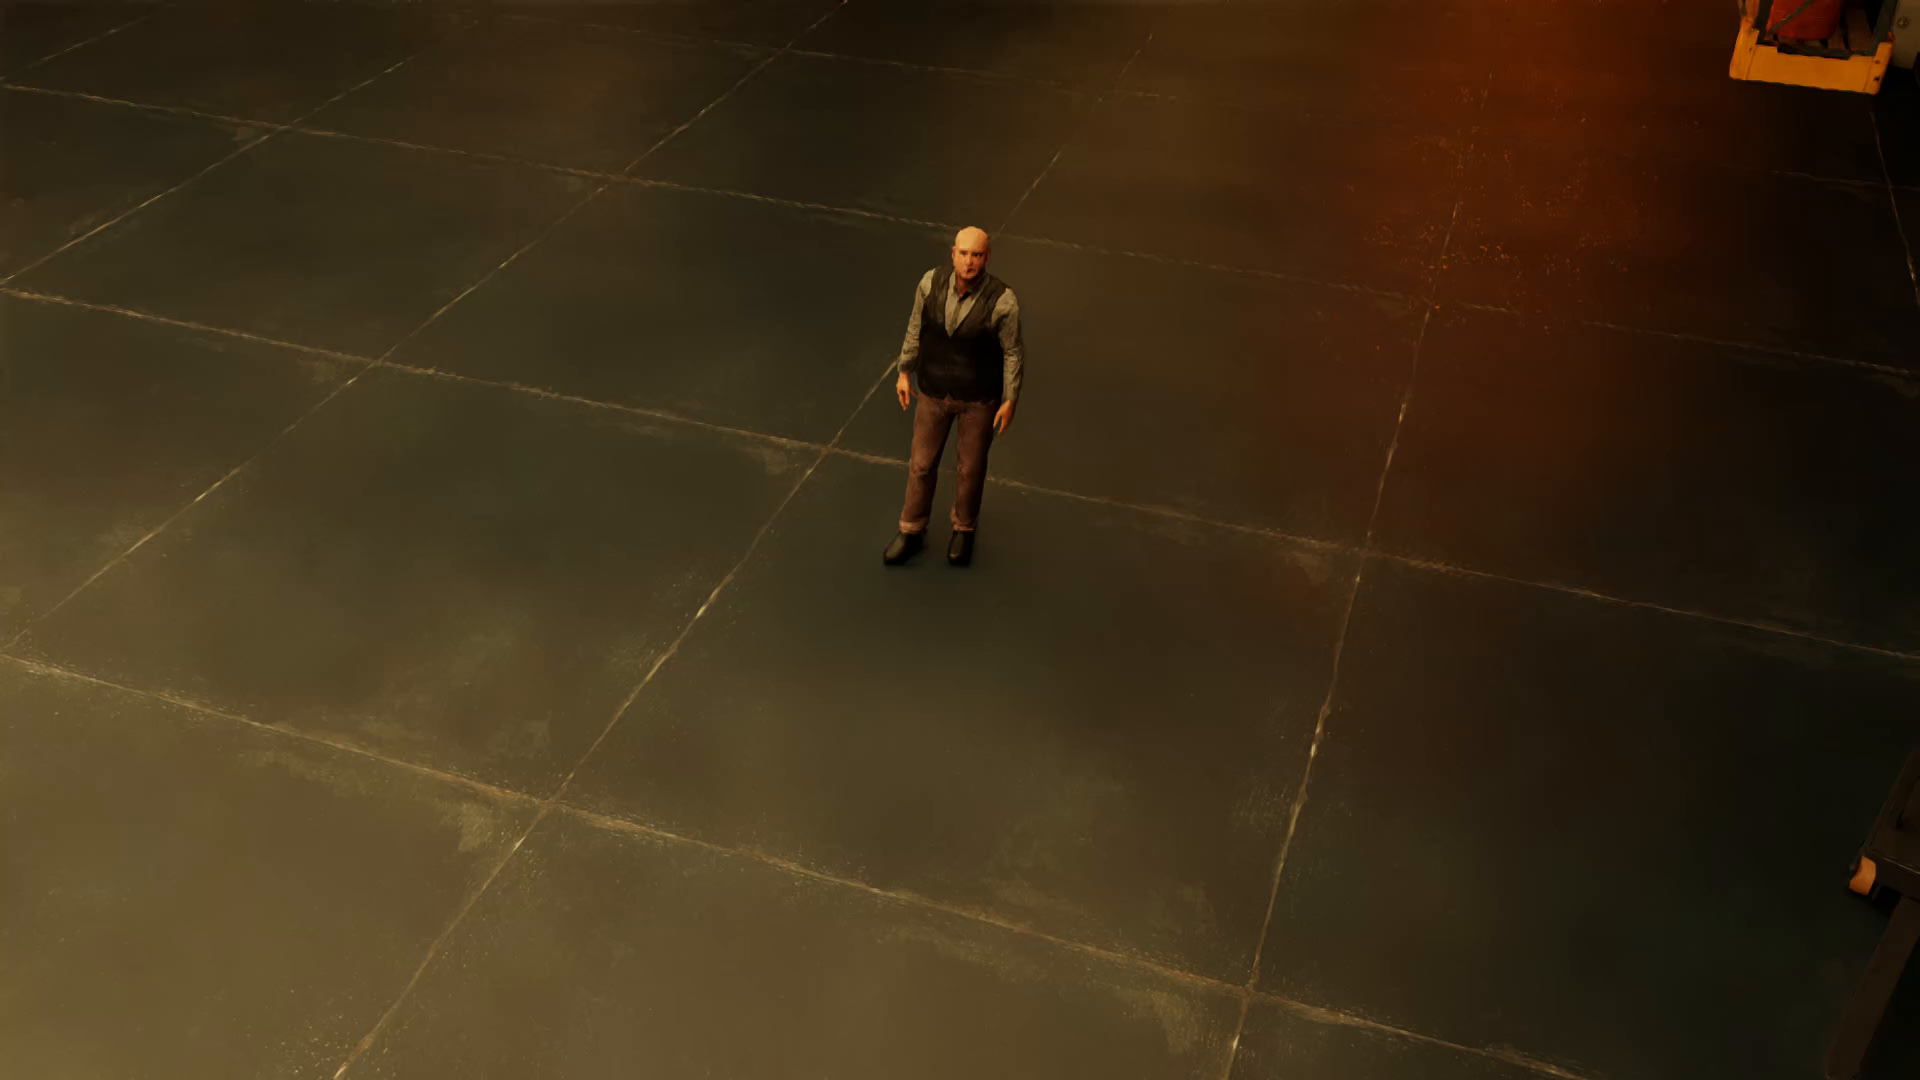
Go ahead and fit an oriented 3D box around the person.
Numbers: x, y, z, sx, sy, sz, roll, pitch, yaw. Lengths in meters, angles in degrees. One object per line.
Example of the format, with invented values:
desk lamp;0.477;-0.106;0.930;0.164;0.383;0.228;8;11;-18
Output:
person;-0.031;-0.671;8.091;0.632;1.720;0.551;12;37;16
